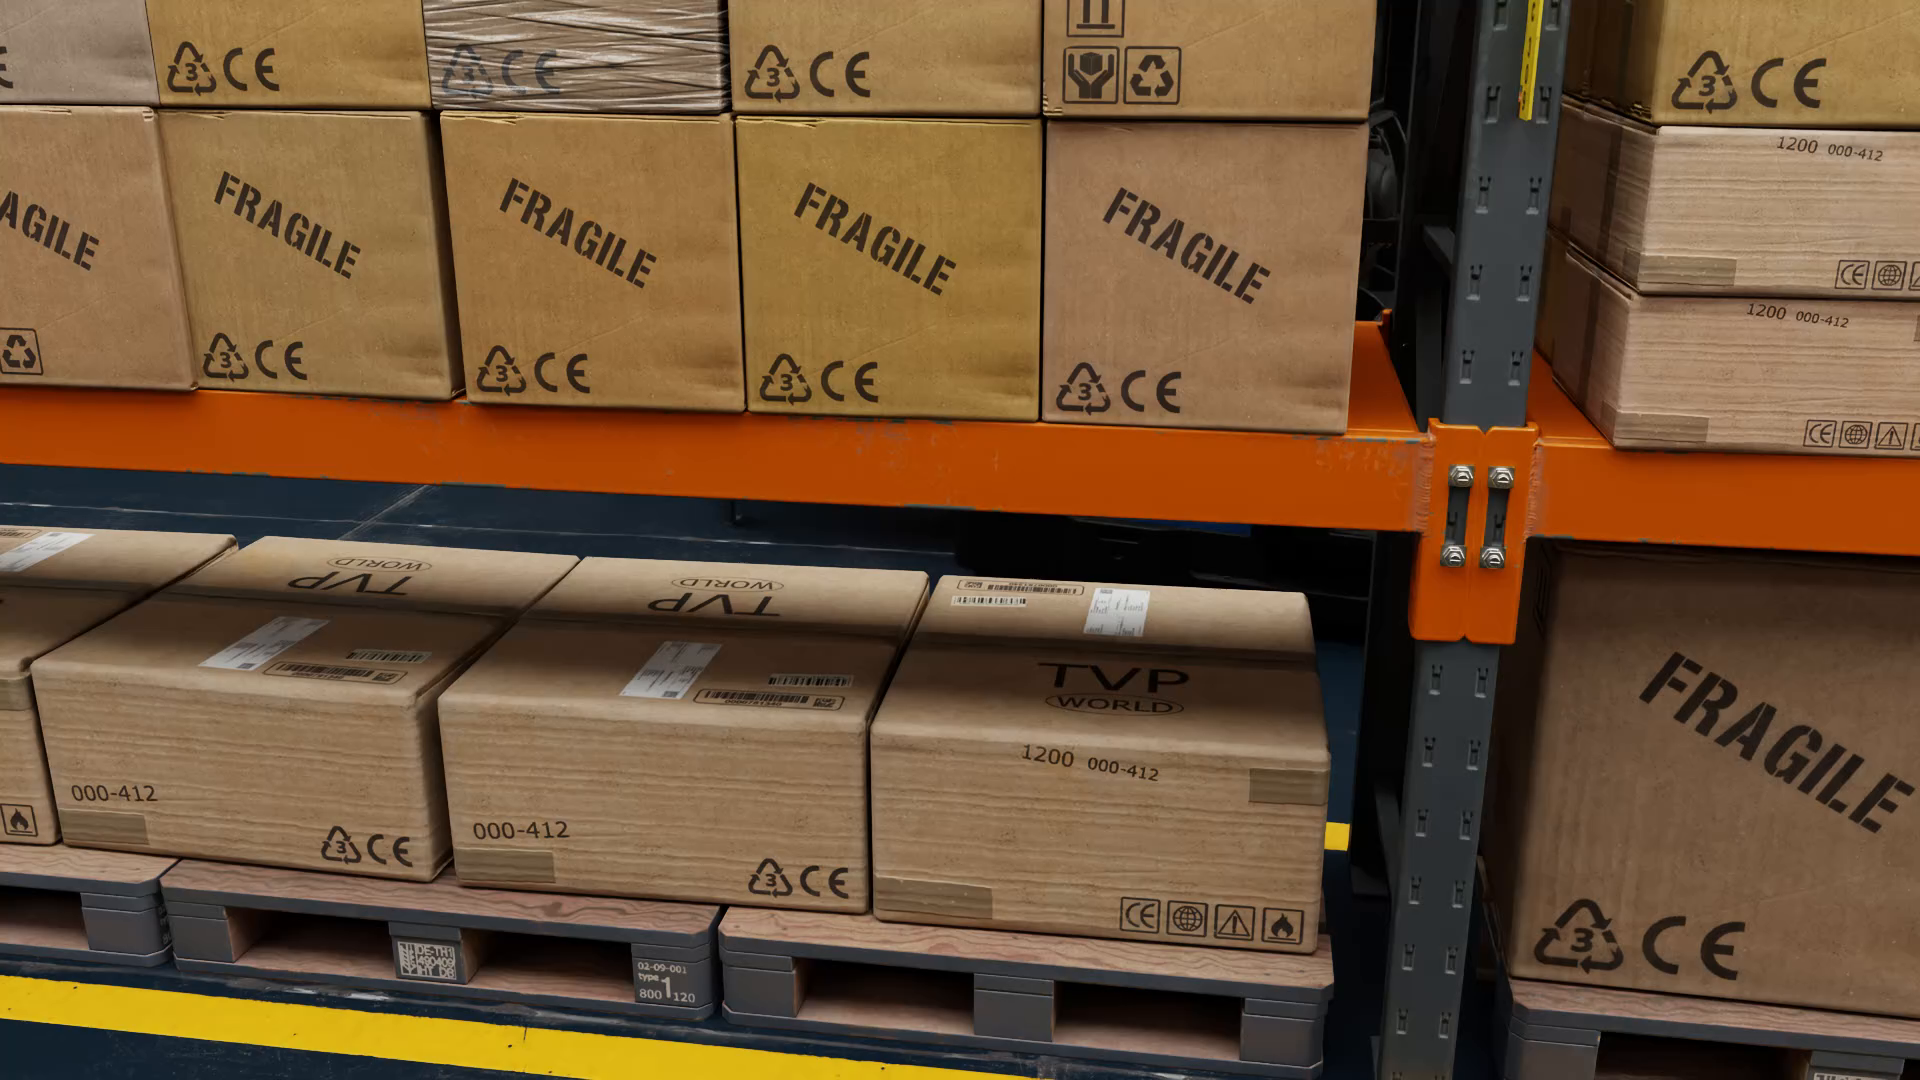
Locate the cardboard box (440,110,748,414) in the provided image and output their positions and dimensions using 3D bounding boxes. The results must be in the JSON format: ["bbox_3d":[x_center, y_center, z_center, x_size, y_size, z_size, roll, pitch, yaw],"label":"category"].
[{"bbox_3d":[-0.583,-0.541,3.035,0.500,0.500,0.500,3,19,8],"label":"cardboard box"}]

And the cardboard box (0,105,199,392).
[{"bbox_3d":[-1.594,-0.592,3.188,0.500,0.500,0.500,3,19,8],"label":"cardboard box"}]

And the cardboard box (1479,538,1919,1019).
[{"bbox_3d":[1.548,0.309,3.339,0.875,0.875,0.875,4,19,10],"label":"cardboard box"}]

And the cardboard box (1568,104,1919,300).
[{"bbox_3d":[1.313,-0.561,2.701,0.500,0.250,0.500,2,19,7],"label":"cardboard box"}]

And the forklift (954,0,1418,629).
[{"bbox_3d":[1.549,-1.204,5.283,3.031,2.935,1.130,7,20,21],"label":"forklift"}]

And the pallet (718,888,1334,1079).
[{"bbox_3d":[0.185,0.754,3.717,1.213,0.211,1.003,3,19,9],"label":"pallet"}]

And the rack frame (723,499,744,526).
[{"bbox_3d":[-0.826,-0.843,6.458,0.032,1.500,0.500,6,19,17],"label":"rack frame"}]

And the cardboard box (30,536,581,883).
[{"bbox_3d":[-1.454,0.354,3.893,0.875,0.438,0.875,3,19,10],"label":"cardboard box"}]

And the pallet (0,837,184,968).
[{"bbox_3d":[-2.224,0.631,4.084,1.213,0.211,1.003,3,19,9],"label":"pallet"}]

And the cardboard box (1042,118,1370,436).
[{"bbox_3d":[0.425,-0.496,2.901,0.500,0.500,0.500,3,19,9],"label":"cardboard box"}]

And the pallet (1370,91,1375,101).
[{"bbox_3d":[2.479,-1.895,7.543,1.213,0.211,1.003,3,19,9],"label":"pallet"}]

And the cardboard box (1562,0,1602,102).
[{"bbox_3d":[1.404,-1.083,3.080,0.500,0.500,0.500,4,19,10],"label":"cardboard box"}]

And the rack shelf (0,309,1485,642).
[{"bbox_3d":[-1.051,-0.265,3.502,4.000,0.370,1.077,3,19,9],"label":"rack shelf"}]

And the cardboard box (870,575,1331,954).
[{"bbox_3d":[0.320,0.445,3.622,0.875,0.438,0.875,3,19,8],"label":"cardboard box"}]

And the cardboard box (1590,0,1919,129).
[{"bbox_3d":[1.312,-0.915,2.577,0.500,0.500,0.500,3,19,9],"label":"cardboard box"}]

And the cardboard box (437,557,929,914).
[{"bbox_3d":[-0.564,0.400,3.756,0.875,0.438,0.875,2,19,7],"label":"cardboard box"}]

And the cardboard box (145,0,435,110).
[{"bbox_3d":[-1.084,-1.043,2.959,0.500,0.500,0.500,3,19,9],"label":"cardboard box"}]

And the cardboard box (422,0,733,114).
[{"bbox_3d":[-0.590,-1.015,2.876,0.500,0.500,0.500,3,19,9],"label":"cardboard box"}]

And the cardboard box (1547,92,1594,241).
[{"bbox_3d":[1.397,-0.725,3.193,0.500,0.250,0.500,3,19,9],"label":"cardboard box"}]

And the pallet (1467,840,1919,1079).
[{"bbox_3d":[1.697,0.832,3.484,1.213,0.211,1.003,3,19,9],"label":"pallet"}]

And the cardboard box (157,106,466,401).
[{"bbox_3d":[-1.097,-0.572,3.128,0.500,0.500,0.500,4,19,10],"label":"cardboard box"}]

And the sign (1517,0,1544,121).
[{"bbox_3d":[0.837,-0.780,2.417,0.005,0.325,0.100,3,19,9],"label":"sign"}]

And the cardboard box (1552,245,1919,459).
[{"bbox_3d":[1.316,-0.330,2.797,0.500,0.250,0.500,2,19,7],"label":"cardboard box"}]

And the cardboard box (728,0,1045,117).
[{"bbox_3d":[-0.086,-0.992,2.809,0.500,0.500,0.500,3,19,8],"label":"cardboard box"}]

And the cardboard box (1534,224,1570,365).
[{"bbox_3d":[1.406,-0.491,3.279,0.500,0.250,0.500,2,19,7],"label":"cardboard box"}]

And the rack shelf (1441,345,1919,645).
[{"bbox_3d":[2.898,-0.064,2.900,4.000,0.370,1.077,3,19,9],"label":"rack shelf"}]

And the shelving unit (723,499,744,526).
[{"bbox_3d":[-0.343,-0.792,6.306,1.048,1.500,0.538,6,19,17],"label":"shelving unit"}]

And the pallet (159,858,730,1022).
[{"bbox_3d":[-1.023,0.693,3.898,1.213,0.211,1.003,3,19,9],"label":"pallet"}]

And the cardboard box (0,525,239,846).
[{"bbox_3d":[-2.359,0.311,4.023,0.875,0.438,0.875,2,19,7],"label":"cardboard box"}]

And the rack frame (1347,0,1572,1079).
[{"bbox_3d":[0.923,-0.506,3.087,0.127,3.000,1.000,3,19,9],"label":"rack frame"}]

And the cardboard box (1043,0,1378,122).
[{"bbox_3d":[0.414,-0.964,2.725,0.500,0.500,0.500,3,19,8],"label":"cardboard box"}]

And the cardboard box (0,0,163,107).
[{"bbox_3d":[-1.577,-1.068,3.034,0.500,0.500,0.500,3,19,8],"label":"cardboard box"}]

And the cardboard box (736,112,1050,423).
[{"bbox_3d":[-0.084,-0.520,2.973,0.500,0.500,0.500,2,19,7],"label":"cardboard box"}]
